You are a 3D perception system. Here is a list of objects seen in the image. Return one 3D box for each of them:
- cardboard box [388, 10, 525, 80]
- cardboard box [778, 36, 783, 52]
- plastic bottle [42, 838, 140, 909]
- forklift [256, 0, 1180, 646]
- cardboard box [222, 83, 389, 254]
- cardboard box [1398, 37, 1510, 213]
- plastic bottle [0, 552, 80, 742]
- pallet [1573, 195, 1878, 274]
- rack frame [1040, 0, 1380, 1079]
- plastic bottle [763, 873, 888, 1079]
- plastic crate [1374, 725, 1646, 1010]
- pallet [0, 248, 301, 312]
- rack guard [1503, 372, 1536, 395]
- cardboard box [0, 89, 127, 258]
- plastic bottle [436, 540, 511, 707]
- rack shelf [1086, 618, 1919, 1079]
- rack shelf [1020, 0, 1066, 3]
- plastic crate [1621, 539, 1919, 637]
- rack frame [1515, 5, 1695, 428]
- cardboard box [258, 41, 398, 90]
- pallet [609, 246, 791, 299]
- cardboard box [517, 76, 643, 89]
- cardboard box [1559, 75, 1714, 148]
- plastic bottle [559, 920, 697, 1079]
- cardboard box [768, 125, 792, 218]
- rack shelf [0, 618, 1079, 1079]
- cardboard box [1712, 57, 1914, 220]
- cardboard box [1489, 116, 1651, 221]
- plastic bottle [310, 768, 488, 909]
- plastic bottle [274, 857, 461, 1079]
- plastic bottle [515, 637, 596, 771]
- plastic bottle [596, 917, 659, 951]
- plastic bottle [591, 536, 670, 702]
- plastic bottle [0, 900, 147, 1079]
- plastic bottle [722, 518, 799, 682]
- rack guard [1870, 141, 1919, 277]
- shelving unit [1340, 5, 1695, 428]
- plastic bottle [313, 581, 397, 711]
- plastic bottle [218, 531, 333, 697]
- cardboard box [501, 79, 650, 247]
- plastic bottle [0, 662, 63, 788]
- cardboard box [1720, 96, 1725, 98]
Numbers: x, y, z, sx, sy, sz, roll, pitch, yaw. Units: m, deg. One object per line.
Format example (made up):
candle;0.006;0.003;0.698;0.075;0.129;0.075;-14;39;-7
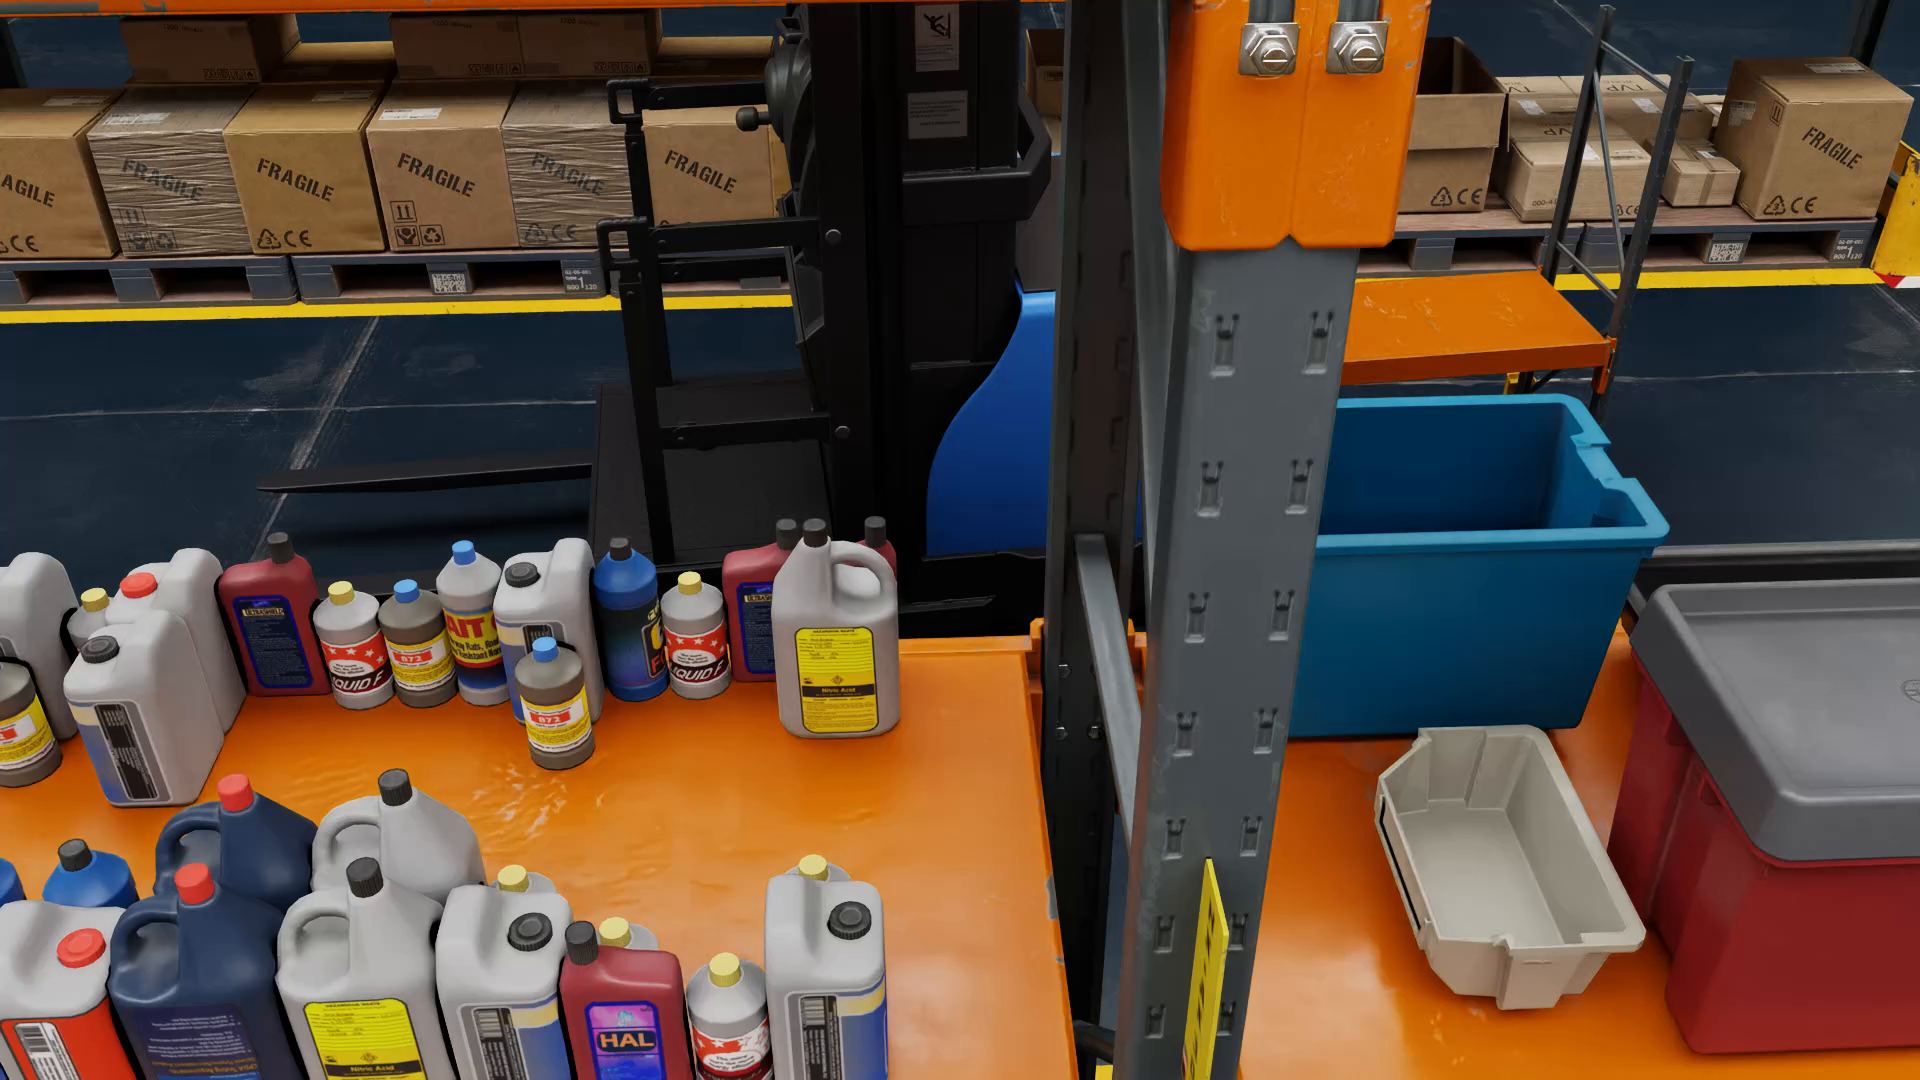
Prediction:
cardboard box;-2.003;-2.087;6.781;0.500;0.250;0.500;-2;35;-3
cardboard box;-0.503;-1.820;7.053;0.500;0.500;0.500;-3;35;-4
plastic bottle;-1.049;0.475;2.041;0.097;0.271;0.097;0;35;0
forklift;-0.617;-1.152;4.340;3.031;2.935;1.130;-5;35;-7
cardboard box;-2.512;-1.464;6.540;0.500;0.500;0.500;-2;35;-3
cardboard box;1.868;-1.749;6.949;0.637;0.503;0.797;-2;35;-2
plastic bottle;-1.415;0.153;2.502;0.135;0.276;0.152;-2;35;-2
pallet;3.115;-1.478;7.201;1.213;0.211;1.003;-2;35;-2
rack frame;0.223;0.277;2.215;0.053;2.616;0.949;-2;35;-2
plastic bottle;-0.156;0.520;1.972;0.135;0.276;0.152;-2;35;-2
plastic crate;0.694;0.427;2.176;0.243;0.136;0.396;-2;35;-2
pallet;-3.256;-1.285;6.922;1.213;0.211;1.003;-2;35;-2
rack guard;1.928;-0.301;5.465;0.087;0.250;0.587;-5;35;-7
cardboard box;-3.536;-1.436;6.499;0.500;0.500;0.500;0;35;0
plastic bottle;-0.741;0.121;2.553;0.097;0.271;0.097;0;35;0
rack shelf;2.220;0.517;2.500;4.000;0.370;1.077;-2;35;-2
rack shelf;1.989;-2.299;6.569;4.000;0.370;1.077;-2;35;-2
plastic crate;1.328;0.180;2.543;0.590;0.125;0.437;-2;35;-2
rack frame;1.929;-0.815;5.110;0.032;1.500;0.500;-5;35;-7
cardboard box;-2.564;-1.759;6.965;0.500;0.500;0.500;-3;35;-4
pallet;-0.819;-1.351;7.017;1.213;0.211;1.003;-2;35;-2
cardboard box;-1.535;-1.790;7.010;0.500;0.500;0.500;-1;35;-2
cardboard box;2.931;-1.832;7.291;0.500;0.250;0.500;-2;35;-2
plastic bottle;-0.385;0.549;1.923;0.133;0.283;0.061;-2;35;-2
cardboard box;-0.488;-1.518;6.618;0.500;0.500;0.500;-2;35;-2
rack shelf;-1.775;0.624;2.344;4.000;0.370;1.077;-2;35;-2
cardboard box;3.456;-1.647;6.804;0.500;0.500;0.500;-2;35;-2
cardboard box;2.505;-1.536;6.863;0.500;0.250;0.500;-2;35;-2
plastic bottle;-0.687;0.424;2.045;0.185;0.351;0.144;-2;35;-2
plastic bottle;-0.680;0.506;1.927;0.185;0.351;0.144;-2;35;-2
plastic bottle;-0.599;0.232;2.453;0.097;0.201;0.097;0;35;0
plastic bottle;-0.407;0.538;2.011;0.097;0.201;0.097;0;35;0
plastic bottle;-0.509;0.115;2.562;0.097;0.271;0.097;0;35;0
plastic bottle;-1.025;0.543;1.938;0.135;0.276;0.152;-2;35;-2
plastic bottle;-0.297;0.094;2.581;0.133;0.283;0.061;-2;35;-2
rack guard;3.911;-1.619;7.150;0.348;0.500;1.175;-2;35;-2
shelving unit;1.435;-0.773;5.049;1.083;1.500;0.587;-5;35;-7
plastic bottle;-0.935;0.155;2.565;0.097;0.201;0.097;0;35;0
plastic bottle;-1.051;0.114;2.552;0.133;0.283;0.061;-2;35;-2
cardboard box;-1.483;-1.496;6.586;0.500;0.500;0.500;-1;35;-2
plastic bottle;-1.390;0.254;2.422;0.097;0.201;0.097;0;35;0
cardboard box;3.553;-1.842;7.394;0.250;0.149;0.380;-2;35;-2
